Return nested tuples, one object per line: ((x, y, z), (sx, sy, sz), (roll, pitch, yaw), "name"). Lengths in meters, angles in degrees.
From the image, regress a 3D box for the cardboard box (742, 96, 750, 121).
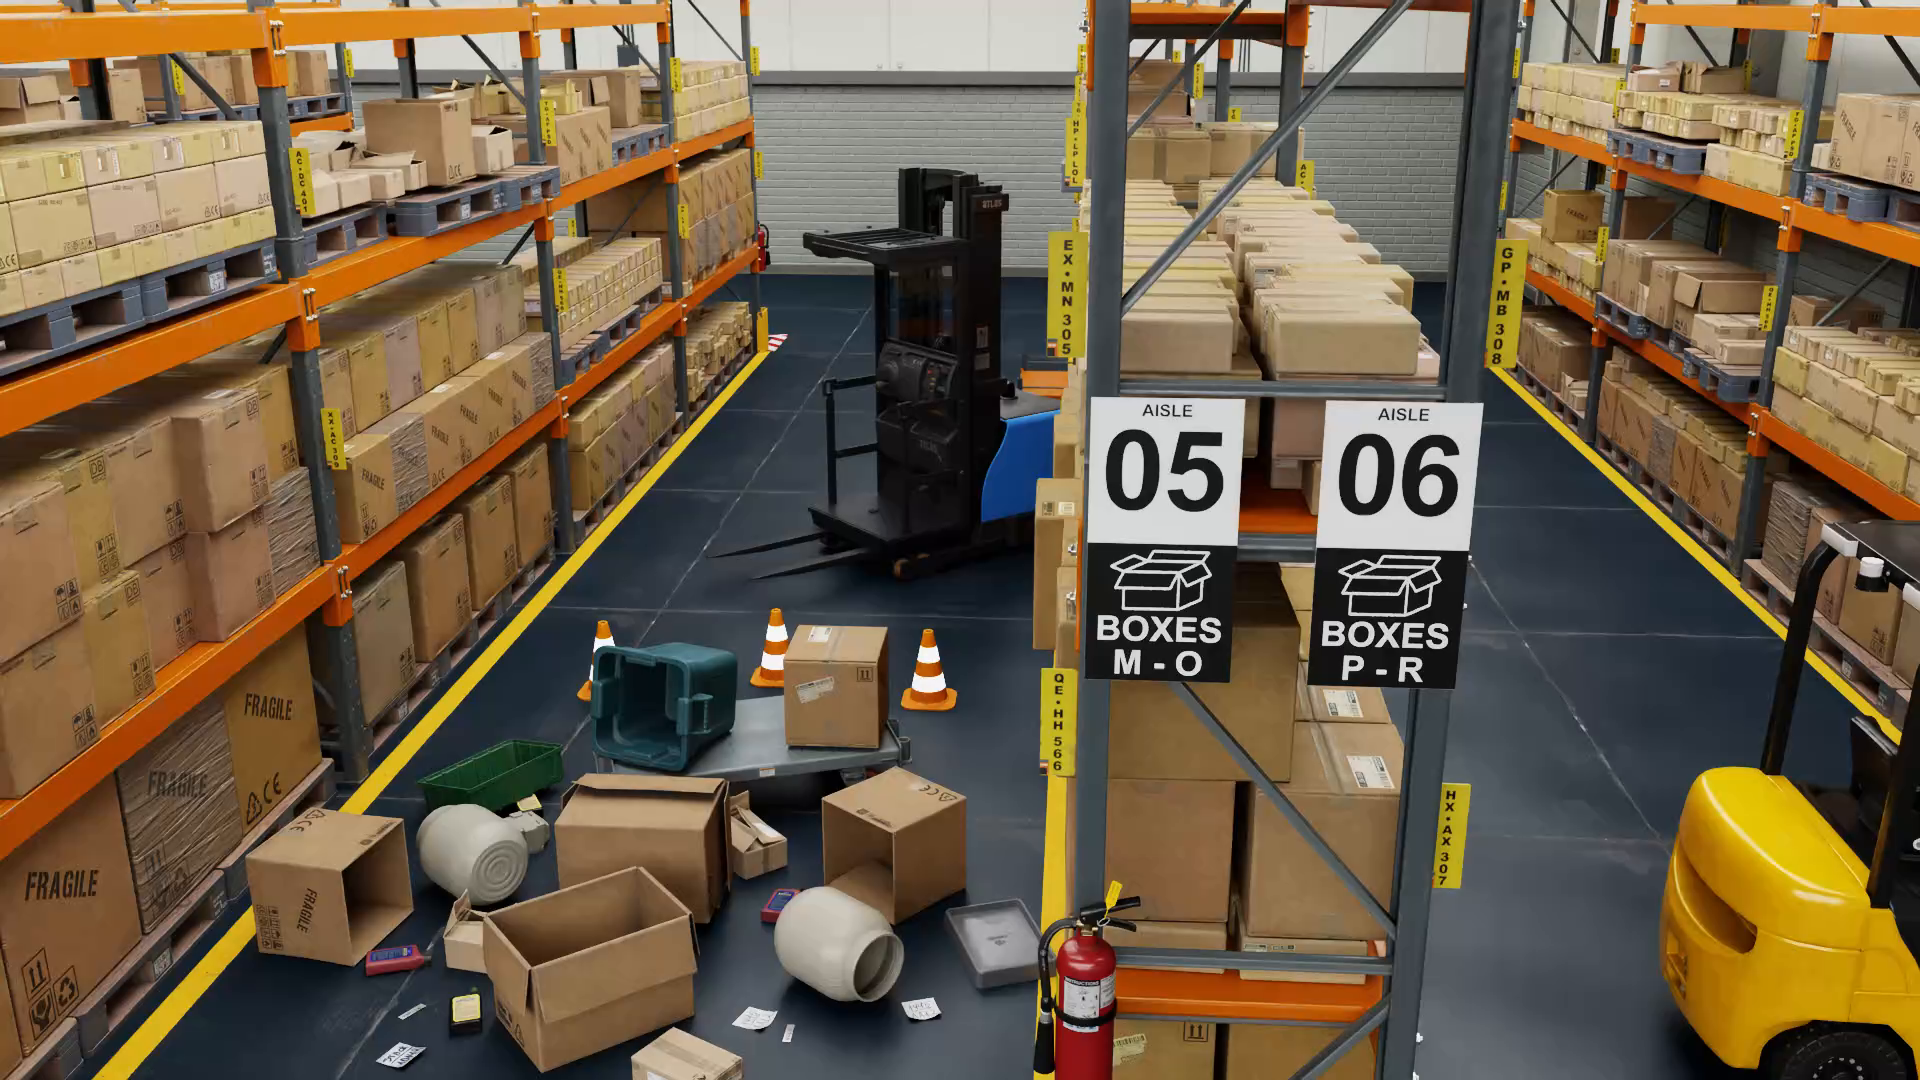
((-2.737, -5.023, 19.360), (0.500, 0.250, 0.500), (1, 18, 3), "cardboard box")

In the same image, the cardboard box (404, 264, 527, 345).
((-3.584, -1.715, 12.074), (0.700, 0.500, 0.500), (1, 18, 4), "cardboard box")

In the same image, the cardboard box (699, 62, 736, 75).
((-2.793, -5.413, 19.105), (0.380, 0.149, 0.250), (2, 18, 5), "cardboard box")

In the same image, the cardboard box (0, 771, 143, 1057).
((-4.072, 1.478, 6.834), (0.875, 0.875, 0.875), (1, 18, 3), "cardboard box")

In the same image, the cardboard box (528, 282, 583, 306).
((-3.277, -1.993, 13.463), (0.380, 0.149, 0.250), (1, 18, 4), "cardboard box")

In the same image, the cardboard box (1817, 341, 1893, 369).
((6.026, -1.243, 11.197), (0.380, 0.149, 0.250), (2, 18, 5), "cardboard box")

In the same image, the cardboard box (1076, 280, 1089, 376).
((0.666, -0.746, 5.828), (0.500, 0.250, 0.500), (2, 18, 5), "cardboard box")

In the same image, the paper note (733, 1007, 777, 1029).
((-0.878, 2.050, 7.136), (0.148, 0.019, 0.142), (8, 20, 23), "paper note")

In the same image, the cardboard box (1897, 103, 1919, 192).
((5.986, -2.327, 9.896), (0.500, 0.500, 0.500), (2, 18, 5), "cardboard box")

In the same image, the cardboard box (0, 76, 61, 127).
((-8.357, -3.783, 14.493), (0.797, 0.503, 0.637), (1, 18, 3), "cardboard box")

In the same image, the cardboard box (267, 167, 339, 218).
((-3.537, -1.880, 8.907), (0.258, 0.266, 0.396), (1, 18, 3), "cardboard box")

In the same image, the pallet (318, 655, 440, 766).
((-3.849, 0.994, 10.049), (1.003, 0.211, 1.213), (1, 18, 4), "pallet")

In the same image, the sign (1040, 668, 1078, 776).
((0.277, 0.513, 4.673), (0.100, 0.325, 0.005), (1, 18, 4), "sign")

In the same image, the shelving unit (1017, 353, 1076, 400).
((0.769, -0.975, 14.591), (0.538, 1.125, 1.048), (1, 18, 4), "shelving unit")

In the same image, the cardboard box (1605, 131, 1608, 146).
((6.371, -3.810, 15.818), (0.380, 0.149, 0.250), (1, 18, 4), "cardboard box")

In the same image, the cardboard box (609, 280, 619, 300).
((-3.201, -2.183, 14.519), (0.380, 0.149, 0.250), (2, 18, 6), "cardboard box")

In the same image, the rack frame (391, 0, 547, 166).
((-3.542, -4.183, 11.736), (1.000, 3.000, 0.127), (1, 18, 4), "rack frame")

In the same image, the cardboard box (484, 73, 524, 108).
((-3.701, -3.700, 13.690), (0.396, 0.266, 0.258), (1, 18, 4), "cardboard box")

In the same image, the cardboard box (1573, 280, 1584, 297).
((6.403, -2.533, 16.740), (0.380, 0.149, 0.250), (2, 18, 5), "cardboard box")

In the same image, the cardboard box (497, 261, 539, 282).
((-3.850, -2.339, 14.519), (0.380, 0.149, 0.250), (2, 18, 6), "cardboard box")

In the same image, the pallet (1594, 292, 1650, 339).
((6.474, -2.048, 15.165), (1.003, 0.211, 1.213), (1, 18, 4), "pallet")

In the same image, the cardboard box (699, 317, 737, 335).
((-2.767, -2.450, 19.032), (0.380, 0.149, 0.250), (2, 18, 6), "cardboard box")

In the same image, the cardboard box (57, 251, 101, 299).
((-3.645, -1.048, 6.556), (0.380, 0.149, 0.250), (1, 18, 4), "cardboard box")

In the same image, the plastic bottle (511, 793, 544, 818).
((-2.343, 1.426, 8.971), (0.133, 0.061, 0.283), (-9, 20, -25), "plastic bottle")

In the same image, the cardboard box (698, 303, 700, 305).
((-3.345, -2.789, 20.065), (0.380, 0.149, 0.250), (0, 18, 1), "cardboard box")

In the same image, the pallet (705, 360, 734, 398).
((-3.158, -1.838, 18.694), (1.003, 0.211, 1.213), (1, 18, 4), "pallet")

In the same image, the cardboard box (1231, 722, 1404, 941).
((1.139, 0.902, 5.214), (0.500, 0.500, 0.500), (1, 18, 3), "cardboard box")

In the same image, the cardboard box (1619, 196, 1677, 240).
((7.012, -3.268, 17.139), (0.500, 0.500, 0.500), (1, 18, 2), "cardboard box")

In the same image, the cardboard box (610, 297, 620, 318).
((-3.196, -2.039, 14.557), (0.380, 0.149, 0.250), (1, 18, 2), "cardboard box")

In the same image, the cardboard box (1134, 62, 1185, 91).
((1.941, -4.393, 16.199), (0.500, 0.500, 0.500), (2, 18, 5), "cardboard box")

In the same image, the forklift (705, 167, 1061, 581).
((-0.497, -1.273, 12.601), (3.031, 2.935, 1.130), (-14, 23, -36), "forklift")

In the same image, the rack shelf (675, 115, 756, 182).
((-3.112, -4.279, 18.002), (1.077, 0.370, 4.000), (1, 18, 4), "rack shelf")

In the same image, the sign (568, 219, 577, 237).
((-3.797, -2.995, 16.356), (0.100, 0.325, 0.005), (1, 18, 4), "sign")

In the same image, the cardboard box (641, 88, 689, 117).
((-2.982, -4.310, 16.380), (0.500, 0.250, 0.500), (2, 18, 6), "cardboard box")

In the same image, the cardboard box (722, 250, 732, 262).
((-2.812, -3.274, 19.000), (0.380, 0.149, 0.250), (0, 18, 1), "cardboard box")

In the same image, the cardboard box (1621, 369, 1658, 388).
((6.406, -1.512, 15.518), (0.380, 0.149, 0.250), (1, 18, 2), "cardboard box")

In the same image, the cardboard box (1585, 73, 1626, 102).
((6.464, -4.438, 16.294), (0.500, 0.250, 0.500), (1, 18, 3), "cardboard box")

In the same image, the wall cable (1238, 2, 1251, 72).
((5.628, -8.287, 24.203), (2.988, 3.039, 0.133), (1, 18, 4), "wall cable")

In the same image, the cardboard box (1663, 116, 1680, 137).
((6.124, -3.459, 13.912), (0.380, 0.149, 0.250), (2, 18, 5), "cardboard box")

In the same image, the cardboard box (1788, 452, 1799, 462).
((6.748, -0.700, 13.040), (0.380, 0.149, 0.250), (2, 18, 6), "cardboard box")

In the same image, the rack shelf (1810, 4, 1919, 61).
((6.210, -2.841, 9.438), (1.077, 0.370, 4.000), (1, 18, 4), "rack shelf")

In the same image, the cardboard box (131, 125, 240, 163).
((-3.556, -1.822, 7.637), (0.380, 0.149, 0.250), (1, 18, 4), "cardboard box")

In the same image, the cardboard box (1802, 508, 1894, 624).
((6.256, 0.182, 11.188), (0.875, 0.625, 0.625), (2, 18, 6), "cardboard box")

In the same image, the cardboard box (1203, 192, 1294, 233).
((1.260, -1.431, 7.278), (0.380, 0.149, 0.250), (2, 18, 5), "cardboard box")

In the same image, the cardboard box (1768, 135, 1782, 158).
((6.177, -2.882, 12.185), (0.380, 0.149, 0.250), (1, 18, 3), "cardboard box")

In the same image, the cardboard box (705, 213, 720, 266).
((-2.868, -3.221, 17.796), (0.500, 0.500, 0.500), (1, 18, 3), "cardboard box")

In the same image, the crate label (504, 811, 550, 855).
((-2.279, 1.514, 8.581), (0.298, 0.136, 0.250), (-13, 22, -34), "crate label")

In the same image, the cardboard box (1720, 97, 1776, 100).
((6.657, -3.664, 14.061), (0.380, 0.149, 0.250), (1, 18, 2), "cardboard box")

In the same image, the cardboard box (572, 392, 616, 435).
((-3.215, -1.066, 13.995), (0.500, 0.250, 0.500), (1, 18, 3), "cardboard box")

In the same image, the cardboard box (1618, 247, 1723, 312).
((6.345, -2.326, 14.870), (0.700, 0.500, 0.500), (1, 18, 5), "cardboard box")

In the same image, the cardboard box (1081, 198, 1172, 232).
((0.704, -1.360, 7.063), (0.380, 0.149, 0.250), (1, 18, 4), "cardboard box")

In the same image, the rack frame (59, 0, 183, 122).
((-8.195, -5.567, 15.961), (1.000, 3.000, 0.127), (1, 18, 4), "rack frame")

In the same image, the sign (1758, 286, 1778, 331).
((5.812, -1.665, 11.954), (0.100, 0.325, 0.005), (1, 18, 4), "sign")
